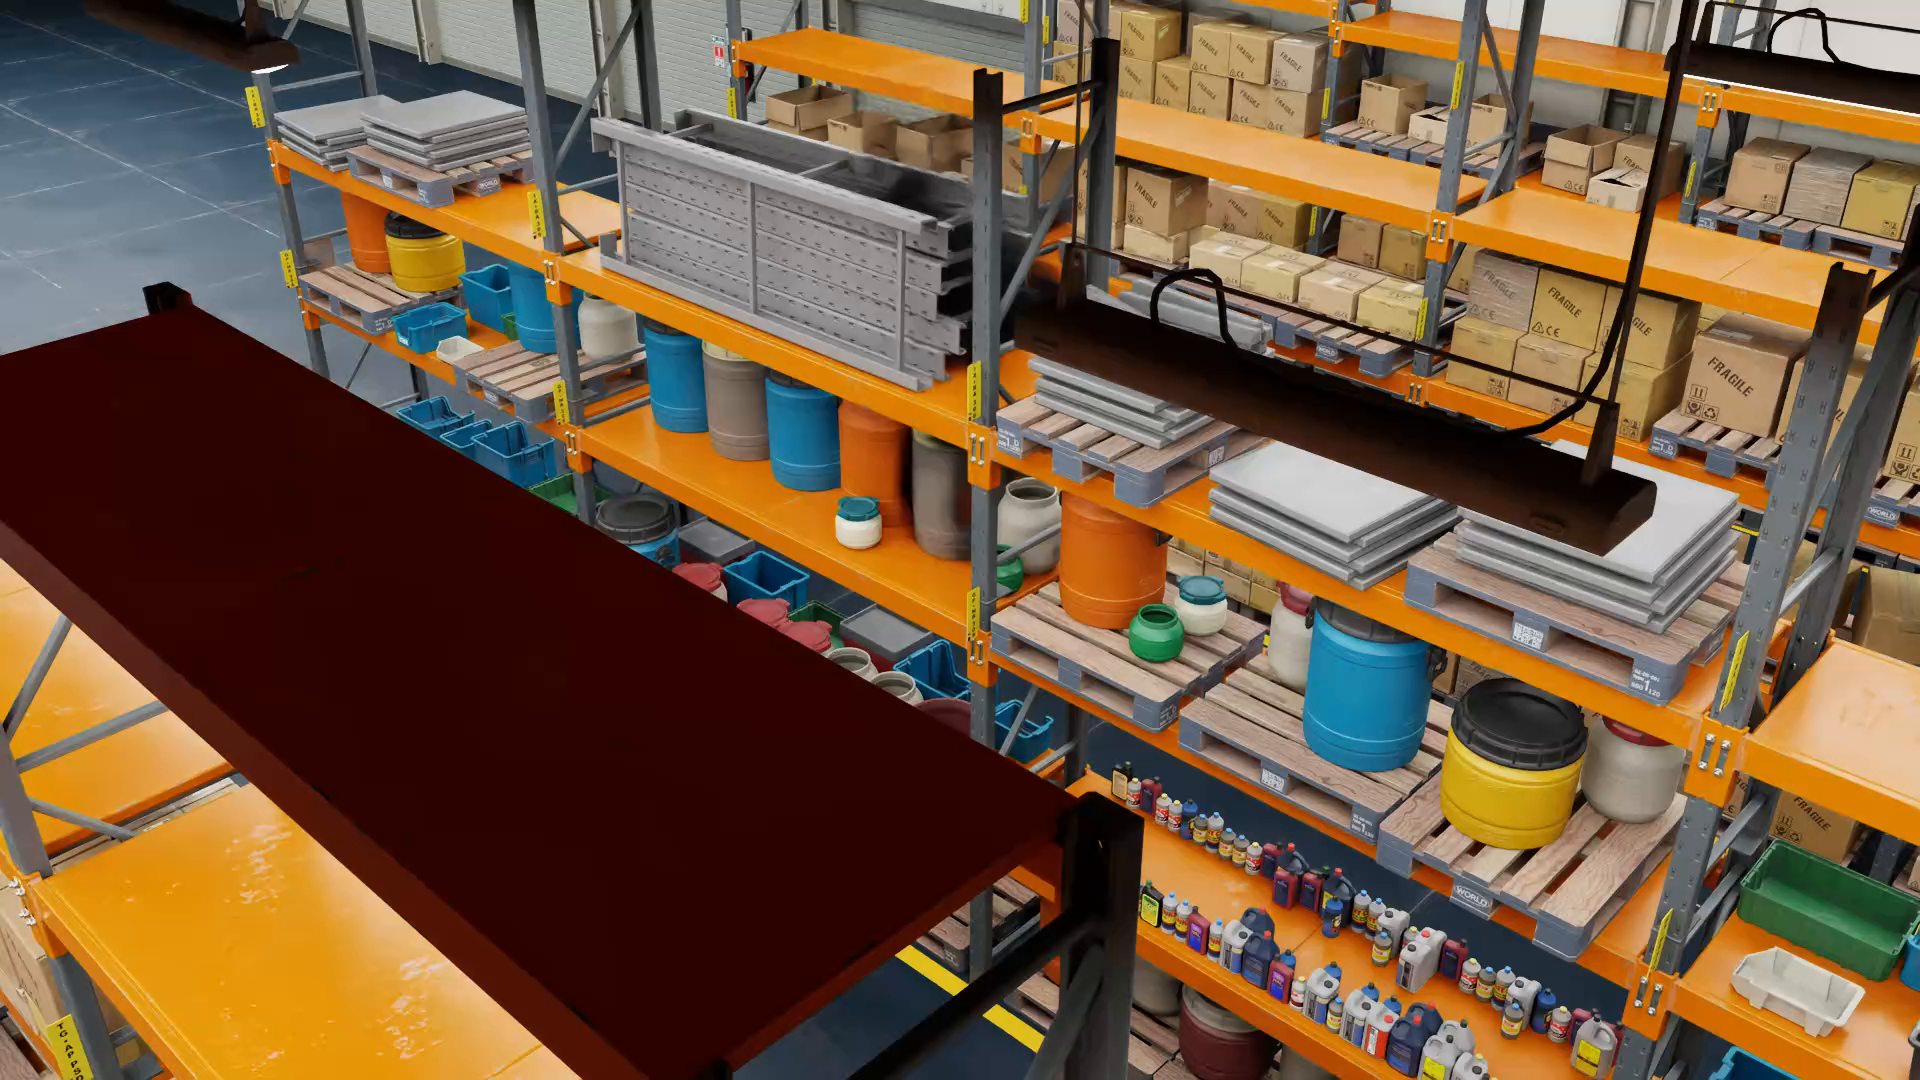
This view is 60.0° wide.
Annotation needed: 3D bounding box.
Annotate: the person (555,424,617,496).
[{"bbox_3d":[-3.675,-0.906,16.266,0.625,1.607,0.644,19,34,30],"label":"person"}]
